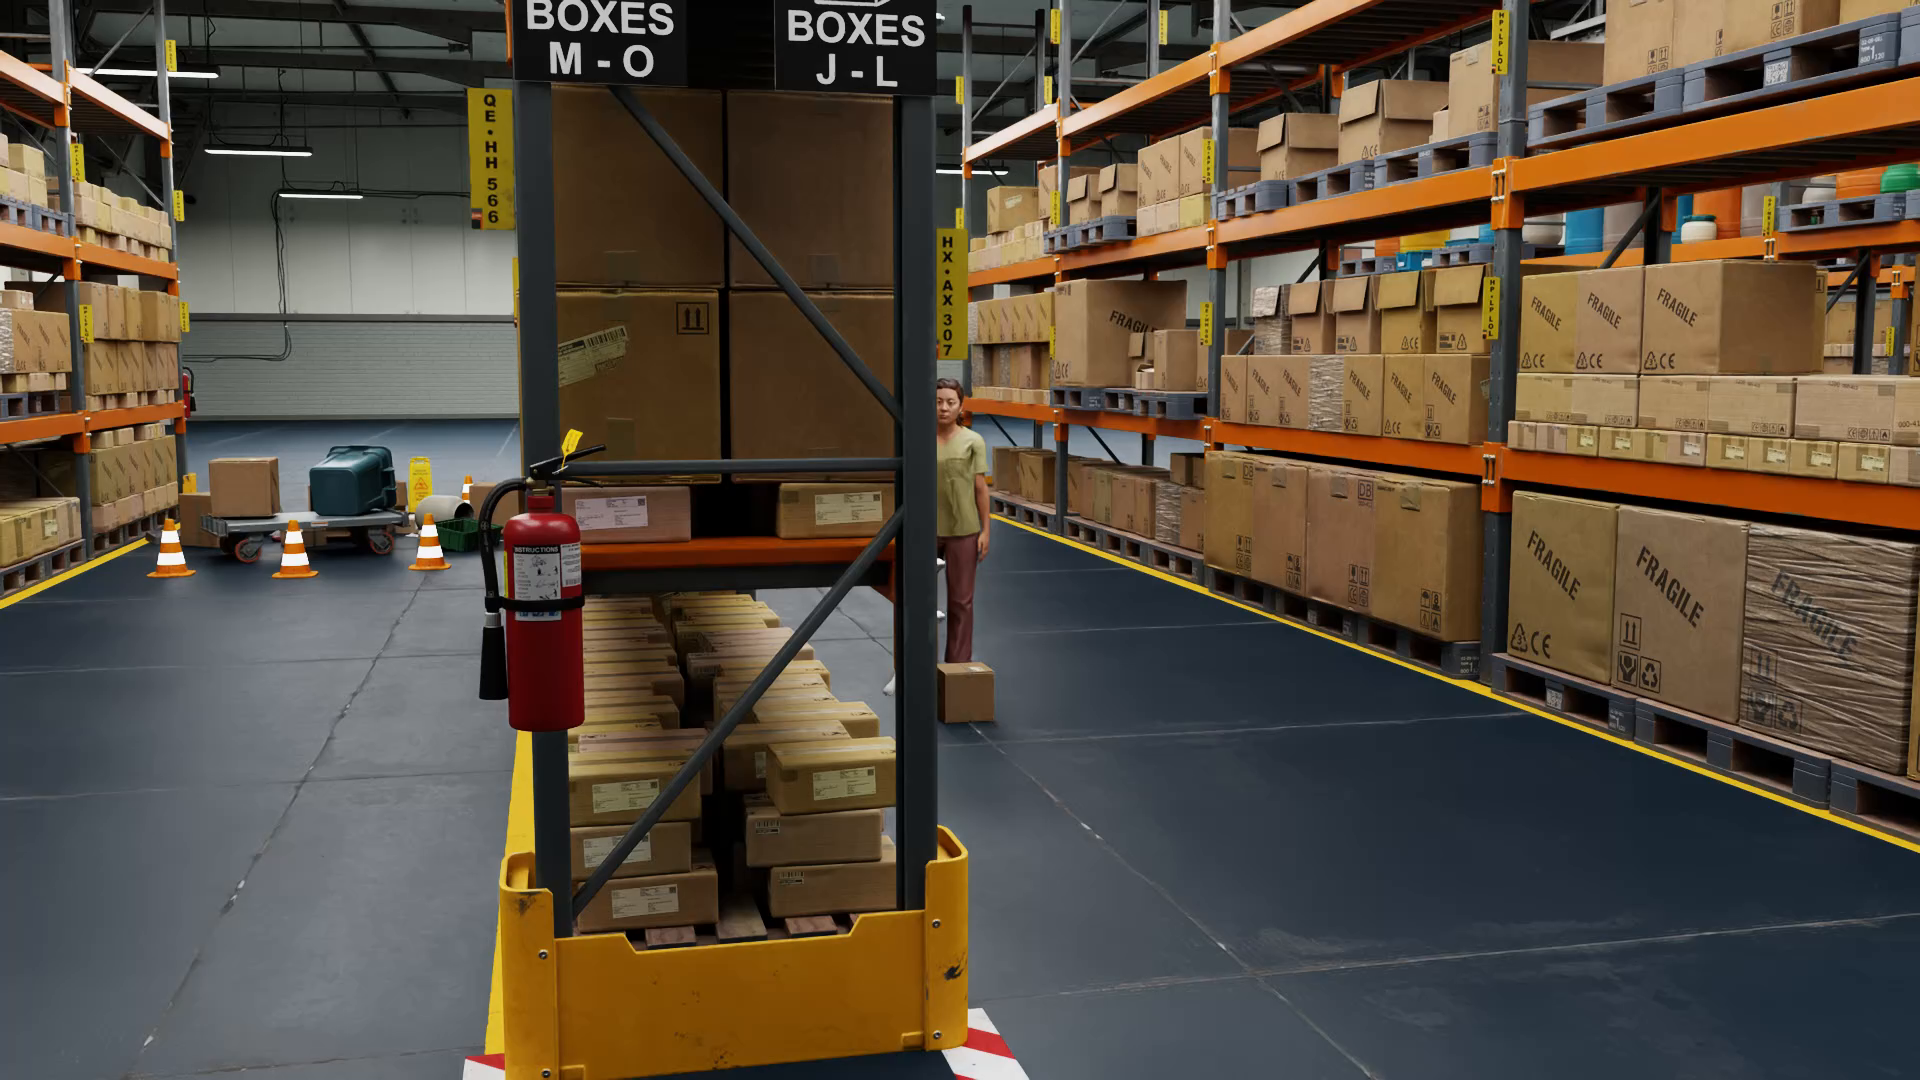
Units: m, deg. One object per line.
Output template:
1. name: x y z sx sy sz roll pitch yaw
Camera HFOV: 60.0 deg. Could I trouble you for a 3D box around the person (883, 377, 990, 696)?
1. person: -0.121 -0.016 8.764 0.559 1.677 0.357 1 6 10
